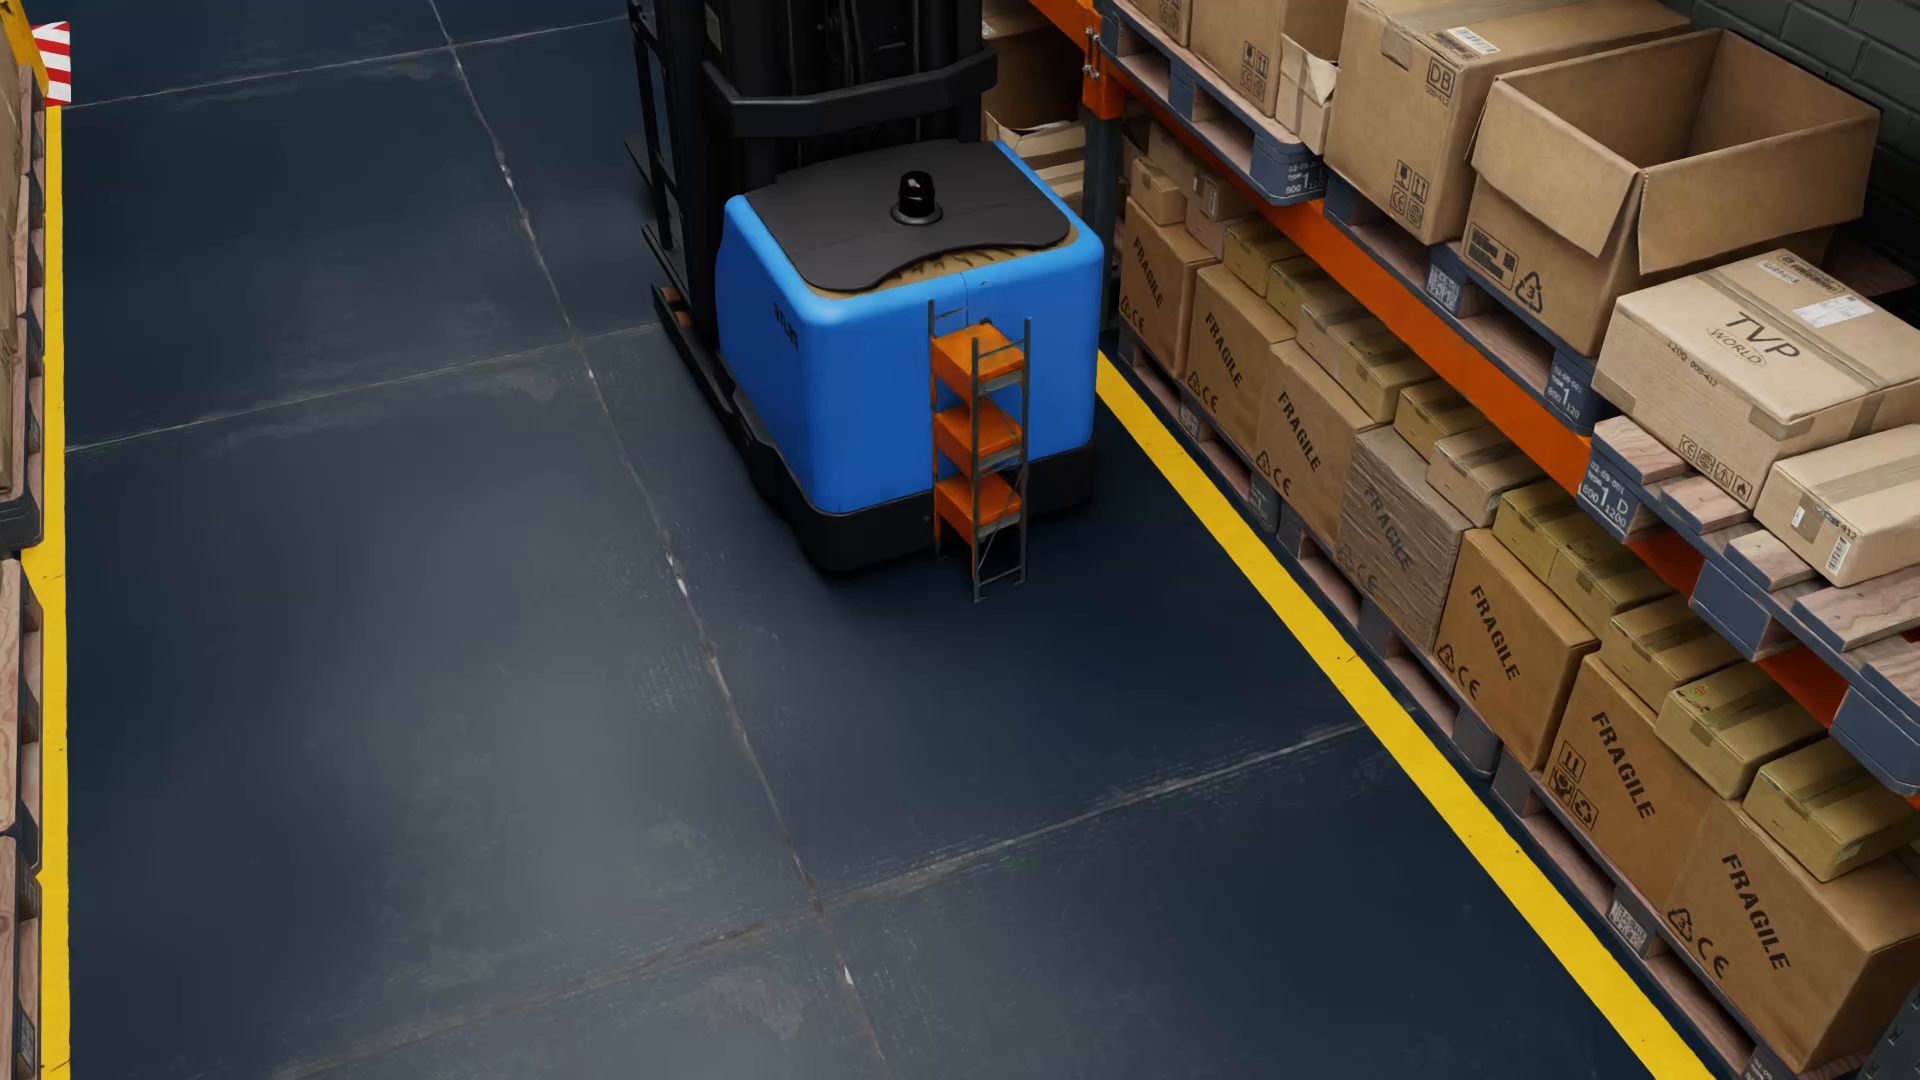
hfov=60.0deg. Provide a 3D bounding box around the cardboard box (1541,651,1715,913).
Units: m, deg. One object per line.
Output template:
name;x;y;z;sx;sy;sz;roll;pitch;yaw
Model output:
cardboard box;1.944;0.572;4.380;0.500;0.500;0.500;-16;43;-17

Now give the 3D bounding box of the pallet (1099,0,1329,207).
pallet;1.161;-1.540;5.387;1.003;0.211;1.213;-15;43;-17

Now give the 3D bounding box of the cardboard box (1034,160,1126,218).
cardboard box;0.472;-1.462;7.014;0.380;0.149;0.250;-16;43;-18

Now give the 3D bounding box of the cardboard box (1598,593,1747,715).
cardboard box;1.871;0.270;4.233;0.380;0.149;0.250;-16;43;-18

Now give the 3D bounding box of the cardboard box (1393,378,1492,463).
cardboard box;1.535;-0.370;4.977;0.380;0.149;0.250;-15;43;-17

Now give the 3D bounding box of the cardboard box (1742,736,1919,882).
cardboard box;2.064;0.597;3.853;0.380;0.149;0.250;-17;44;-19

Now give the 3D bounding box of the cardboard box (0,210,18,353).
cardboard box;-4.113;-1.013;6.270;0.875;0.438;0.875;-16;43;-18

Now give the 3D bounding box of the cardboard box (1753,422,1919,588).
cardboard box;1.881;-0.076;3.408;0.380;0.149;0.250;-14;43;-16

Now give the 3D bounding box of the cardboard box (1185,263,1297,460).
cardboard box;1.146;-0.667;5.820;0.500;0.500;0.500;-16;43;-17

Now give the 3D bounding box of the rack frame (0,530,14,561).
rack frame;-3.628;-0.881;4.474;1.000;3.000;0.127;-15;43;-17

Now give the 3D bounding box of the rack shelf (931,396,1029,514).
rack shelf;0.062;-0.282;5.286;0.215;0.259;0.240;-23;46;-23

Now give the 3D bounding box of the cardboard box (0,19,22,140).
cardboard box;-4.814;-2.105;7.541;0.875;0.438;0.875;-17;43;-18

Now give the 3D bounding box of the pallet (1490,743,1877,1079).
pallet;2.236;0.886;4.557;1.003;0.211;1.213;-15;43;-17

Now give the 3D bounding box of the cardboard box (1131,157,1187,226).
cardboard box;0.848;-1.296;6.054;0.380;0.149;0.250;-13;42;-15

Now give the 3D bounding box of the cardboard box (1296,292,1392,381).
cardboard box;1.312;-0.675;5.332;0.380;0.149;0.250;-15;43;-17

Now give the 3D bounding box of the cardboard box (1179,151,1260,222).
cardboard box;0.991;-1.264;5.789;0.380;0.149;0.250;-17;44;-19

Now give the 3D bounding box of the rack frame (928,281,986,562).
rack frame;-0.003;-0.357;5.357;0.200;1.050;0.008;-23;46;-23

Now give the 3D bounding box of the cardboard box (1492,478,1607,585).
cardboard box;1.716;-0.050;4.605;0.380;0.149;0.250;-16;43;-17

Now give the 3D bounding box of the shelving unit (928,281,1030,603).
shelving unit;0.062;-0.290;5.279;0.215;1.050;0.252;-23;46;-23

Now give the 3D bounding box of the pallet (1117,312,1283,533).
pallet;1.302;-0.583;6.267;1.003;0.211;1.213;-15;43;-17

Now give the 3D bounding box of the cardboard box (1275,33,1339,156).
cardboard box;1.133;-1.297;4.739;0.396;0.266;0.258;-13;42;-15

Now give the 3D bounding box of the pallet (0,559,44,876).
pallet;-3.264;0.623;4.864;1.003;0.211;1.213;-15;43;-17

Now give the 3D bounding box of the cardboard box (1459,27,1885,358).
cardboard box;1.691;-0.847;4.033;0.797;0.503;0.637;-16;43;-18

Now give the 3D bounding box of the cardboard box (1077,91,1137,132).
cardboard box;0.756;-1.918;7.544;0.380;0.149;0.250;-16;43;-17

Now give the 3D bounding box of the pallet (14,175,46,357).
pallet;-4.318;-1.037;6.794;1.003;0.211;1.213;-15;43;-17

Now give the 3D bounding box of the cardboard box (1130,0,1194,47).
cardboard box;0.935;-1.971;5.343;0.700;0.500;0.500;-14;43;-16

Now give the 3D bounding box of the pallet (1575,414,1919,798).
pallet;2.162;-0.030;3.631;1.213;0.211;1.003;-15;43;-17

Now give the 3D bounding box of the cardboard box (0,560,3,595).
cardboard box;-3.317;0.119;4.618;0.875;0.875;0.875;-14;43;-16

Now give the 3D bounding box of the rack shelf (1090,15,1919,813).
rack shelf;1.721;-0.644;4.750;1.077;0.370;4.000;-15;43;-17

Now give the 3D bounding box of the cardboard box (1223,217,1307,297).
cardboard box;1.134;-0.997;5.706;0.380;0.149;0.250;-17;44;-19

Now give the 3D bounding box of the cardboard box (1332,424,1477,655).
cardboard box;1.526;-0.051;5.104;0.500;0.500;0.500;-17;43;-18

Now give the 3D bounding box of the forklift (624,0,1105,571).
forklift;-0.594;-1.971;5.794;1.130;2.935;3.031;-16;43;-18

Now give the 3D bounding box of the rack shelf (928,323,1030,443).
rack shelf;0.059;-0.495;5.099;0.215;0.259;0.240;-23;46;-23
